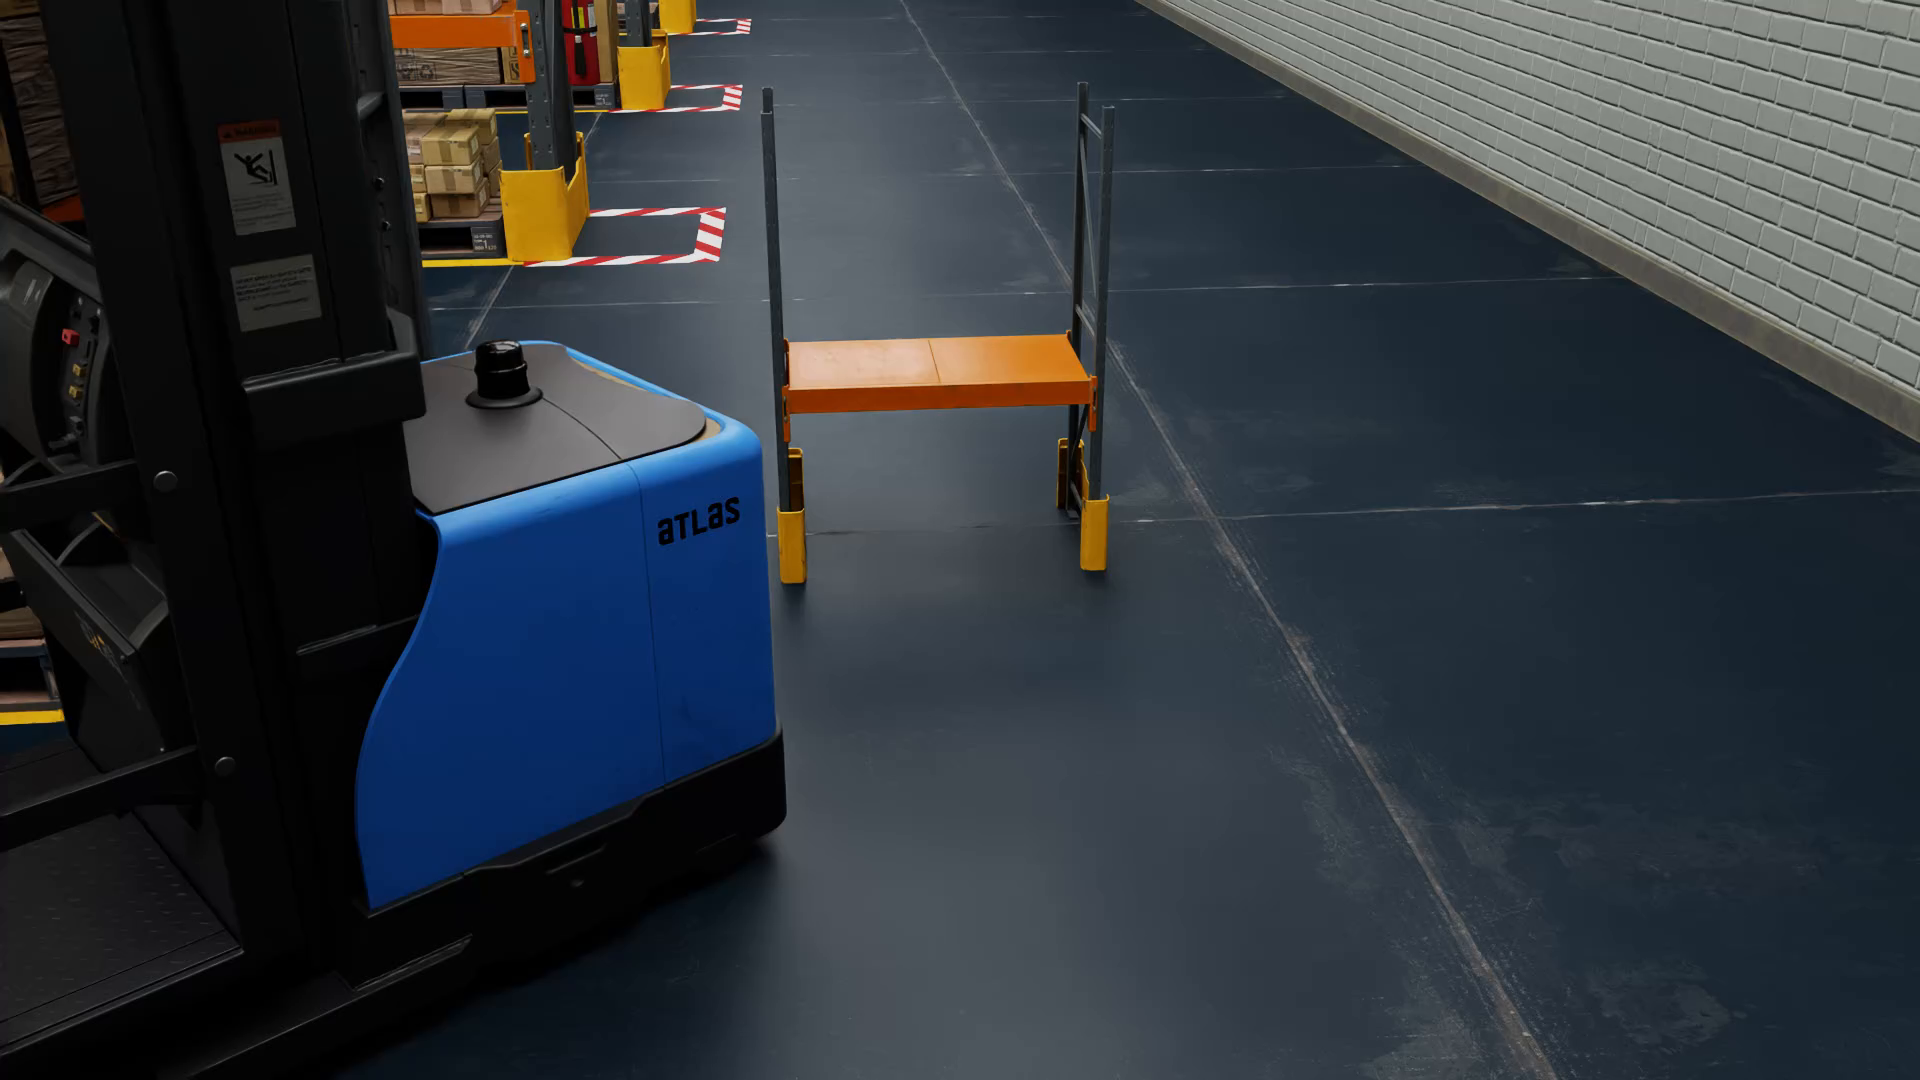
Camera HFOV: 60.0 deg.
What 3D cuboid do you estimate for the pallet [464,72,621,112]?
[{"bbox_3d":[-3.499,-3.827,14.101,1.213,0.211,1.003,-2,24,-5],"label":"pallet"}]

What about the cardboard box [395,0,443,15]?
[{"bbox_3d":[-2.872,-2.919,8.934,0.250,0.149,0.380,-2,24,-5],"label":"cardboard box"}]

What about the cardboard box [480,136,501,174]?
[{"bbox_3d":[-2.870,-2.264,9.777,0.250,0.149,0.380,-1,24,-3],"label":"cardboard box"}]

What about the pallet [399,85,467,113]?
[{"bbox_3d":[-4.710,-3.780,13.994,1.213,0.211,1.003,-2,24,-5],"label":"pallet"}]

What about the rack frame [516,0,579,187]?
[{"bbox_3d":[-2.324,-3.156,9.158,0.127,3.000,1.000,-2,24,-5],"label":"rack frame"}]

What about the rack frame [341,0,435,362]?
[{"bbox_3d":[-1.737,-1.159,4.665,0.127,3.000,1.000,-2,24,-5],"label":"rack frame"}]

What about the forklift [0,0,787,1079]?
[{"bbox_3d":[-1.855,-0.345,2.918,3.031,2.935,1.130,-20,31,-38],"label":"forklift"}]

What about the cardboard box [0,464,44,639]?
[{"bbox_3d":[-2.384,-0.114,4.950,0.875,0.438,0.875,-3,24,-7],"label":"cardboard box"}]

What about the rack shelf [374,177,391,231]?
[{"bbox_3d":[-3.727,-0.751,4.632,4.000,0.370,1.077,-2,24,-5],"label":"rack shelf"}]

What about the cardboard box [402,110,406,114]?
[{"bbox_3d":[-3.404,-2.416,9.752,0.250,0.149,0.380,-2,24,-5],"label":"cardboard box"}]

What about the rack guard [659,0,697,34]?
[{"bbox_3d":[-3.175,-6.031,18.703,0.348,0.500,1.175,-2,24,-5],"label":"rack guard"}]

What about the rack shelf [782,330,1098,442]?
[{"bbox_3d":[-0.085,-0.518,5.511,1.000,0.185,0.538,-2,24,-5],"label":"rack shelf"}]

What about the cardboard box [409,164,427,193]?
[{"bbox_3d":[-3.086,-2.056,9.309,0.250,0.149,0.380,-3,24,-6],"label":"cardboard box"}]

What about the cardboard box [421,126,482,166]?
[{"bbox_3d":[-2.826,-2.194,9.252,0.250,0.149,0.380,-2,24,-5],"label":"cardboard box"}]

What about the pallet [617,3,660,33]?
[{"bbox_3d":[-4.022,-5.875,18.709,1.213,0.211,1.003,-2,24,-5],"label":"pallet"}]

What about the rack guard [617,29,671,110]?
[{"bbox_3d":[-2.687,-4.024,14.187,0.348,0.500,1.175,-2,24,-5],"label":"rack guard"}]

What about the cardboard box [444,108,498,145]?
[{"bbox_3d":[-2.879,-2.434,9.792,0.250,0.149,0.380,-3,24,-8],"label":"cardboard box"}]

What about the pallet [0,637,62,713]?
[{"bbox_3d":[-2.525,0.179,5.089,1.213,0.211,1.003,-2,24,-5],"label":"pallet"}]

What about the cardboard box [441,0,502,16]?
[{"bbox_3d":[-2.621,-2.914,8.922,0.250,0.149,0.380,-2,24,-5],"label":"cardboard box"}]

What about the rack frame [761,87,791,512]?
[{"bbox_3d":[-0.591,-0.662,5.392,0.032,1.500,0.500,-2,24,-5],"label":"rack frame"}]

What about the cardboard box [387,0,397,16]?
[{"bbox_3d":[-3.120,-2.903,8.898,0.250,0.149,0.380,-3,24,-6],"label":"cardboard box"}]

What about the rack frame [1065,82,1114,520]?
[{"bbox_3d":[0.421,-0.702,5.483,0.032,1.500,0.500,-2,24,-5],"label":"rack frame"}]

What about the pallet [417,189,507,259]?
[{"bbox_3d":[-3.211,-1.861,9.676,1.213,0.211,1.003,-2,24,-5],"label":"pallet"}]

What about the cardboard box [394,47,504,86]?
[{"bbox_3d":[-4.245,-4.292,13.811,0.875,0.875,0.875,-2,24,-5],"label":"cardboard box"}]

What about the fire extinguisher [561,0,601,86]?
[{"bbox_3d":[-2.028,-2.774,8.852,0.183,0.674,0.296,-2,24,-5],"label":"fire extinguisher"}]

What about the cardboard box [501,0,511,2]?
[{"bbox_3d":[-2.678,-3.161,9.478,0.250,0.149,0.380,-2,24,-6],"label":"cardboard box"}]

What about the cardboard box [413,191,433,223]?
[{"bbox_3d":[-3.073,-1.889,9.299,0.250,0.149,0.380,-2,24,-4],"label":"cardboard box"}]

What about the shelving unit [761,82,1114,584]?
[{"bbox_3d":[-0.076,-0.682,5.439,1.083,1.500,0.587,-2,24,-5],"label":"shelving unit"}]

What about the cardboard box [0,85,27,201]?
[{"bbox_3d":[-2.191,-1.079,4.361,0.500,0.500,0.500,-2,24,-5],"label":"cardboard box"}]

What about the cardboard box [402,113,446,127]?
[{"bbox_3d":[-3.141,-2.374,9.658,0.250,0.149,0.380,-2,24,-4],"label":"cardboard box"}]

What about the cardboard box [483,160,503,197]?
[{"bbox_3d":[-2.877,-2.154,9.895,0.250,0.149,0.380,-2,24,-4],"label":"cardboard box"}]

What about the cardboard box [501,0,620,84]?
[{"bbox_3d":[-3.340,-4.328,13.893,0.875,0.875,0.875,-2,24,-5],"label":"cardboard box"}]

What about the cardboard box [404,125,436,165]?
[{"bbox_3d":[-3.081,-2.207,9.282,0.250,0.149,0.380,-2,24,-4],"label":"cardboard box"}]

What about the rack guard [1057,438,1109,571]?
[{"bbox_3d":[0.420,-0.131,5.737,0.087,0.250,0.587,-2,24,-5],"label":"rack guard"}]

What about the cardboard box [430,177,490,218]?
[{"bbox_3d":[-2.827,-1.940,9.414,0.250,0.149,0.380,-2,24,-4],"label":"cardboard box"}]

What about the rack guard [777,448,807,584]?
[{"bbox_3d":[-0.571,-0.091,5.648,0.087,0.250,0.587,-2,24,-5],"label":"rack guard"}]

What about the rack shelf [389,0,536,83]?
[{"bbox_3d":[-4.314,-2.748,9.124,4.000,0.370,1.077,-2,24,-5],"label":"rack shelf"}]

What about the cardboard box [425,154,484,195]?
[{"bbox_3d":[-2.821,-2.045,9.284,0.250,0.149,0.380,-3,24,-7],"label":"cardboard box"}]

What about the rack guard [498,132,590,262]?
[{"bbox_3d":[-2.399,-2.011,9.658,0.348,0.500,1.175,-2,24,-5],"label":"rack guard"}]

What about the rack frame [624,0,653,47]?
[{"bbox_3d":[-2.711,-5.165,13.677,0.127,3.000,1.000,-2,24,-5],"label":"rack frame"}]
